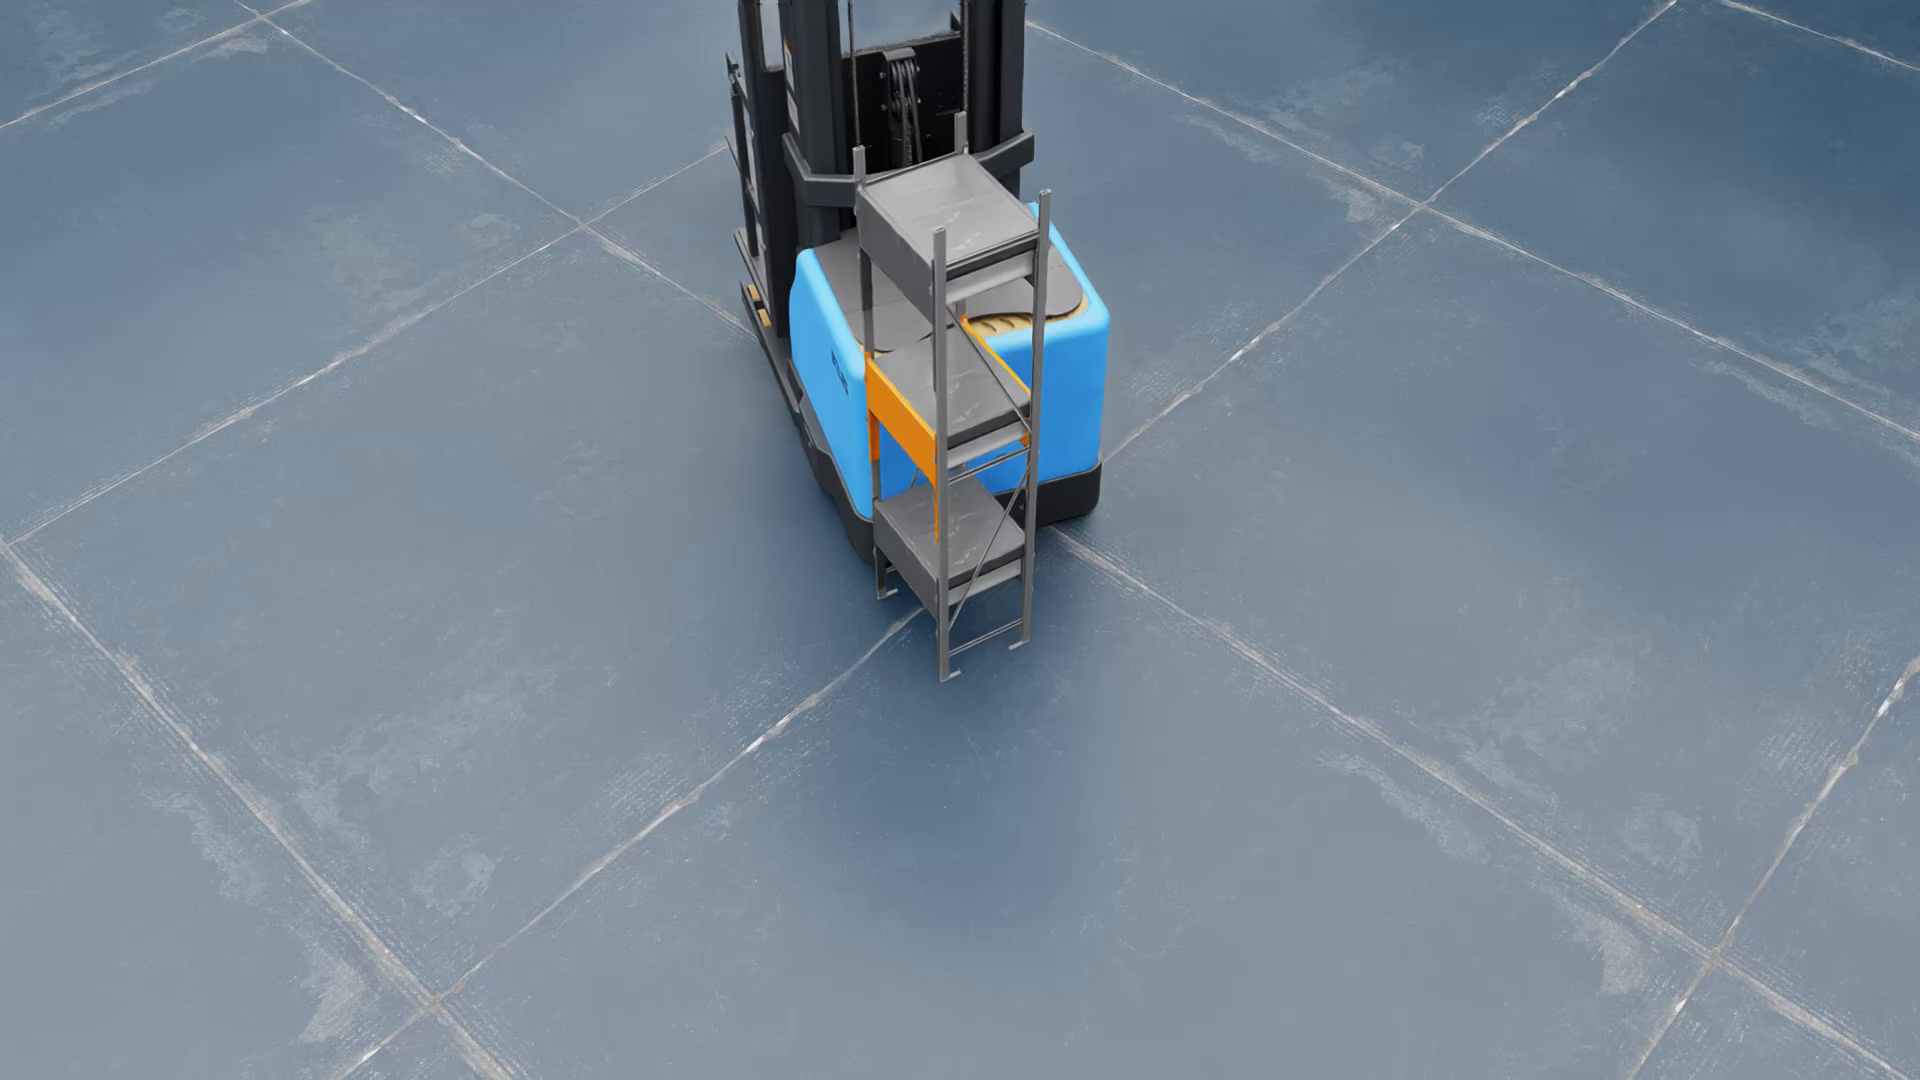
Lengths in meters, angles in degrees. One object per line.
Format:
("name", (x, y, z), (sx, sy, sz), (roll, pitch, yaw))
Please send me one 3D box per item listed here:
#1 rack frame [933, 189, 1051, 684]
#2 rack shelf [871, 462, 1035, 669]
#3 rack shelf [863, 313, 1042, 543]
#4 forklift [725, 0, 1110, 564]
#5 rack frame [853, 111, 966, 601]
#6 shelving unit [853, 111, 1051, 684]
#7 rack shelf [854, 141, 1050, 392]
("rack frame", (0.097, -0.250, 5.653), (0.400, 2.100, 0.015), (-24, 51, -21))
("rack shelf", (-0.029, 0.086, 6.316), (0.431, 0.518, 0.480), (-24, 51, -21))
("rack shelf", (-0.029, -0.393, 5.806), (0.431, 0.518, 0.480), (-24, 51, -21))
("forklift", (-0.386, -2.002, 6.728), (1.130, 2.935, 3.031), (-14, 48, -13))
("rack frame", (-0.155, -0.555, 5.939), (0.400, 2.100, 0.015), (-24, 51, -21))
("shelving unit", (-0.029, -0.403, 5.796), (0.431, 2.100, 0.503), (-24, 51, -21))
("rack shelf", (-0.029, -0.872, 5.296), (0.431, 0.518, 0.480), (-24, 51, -21))
